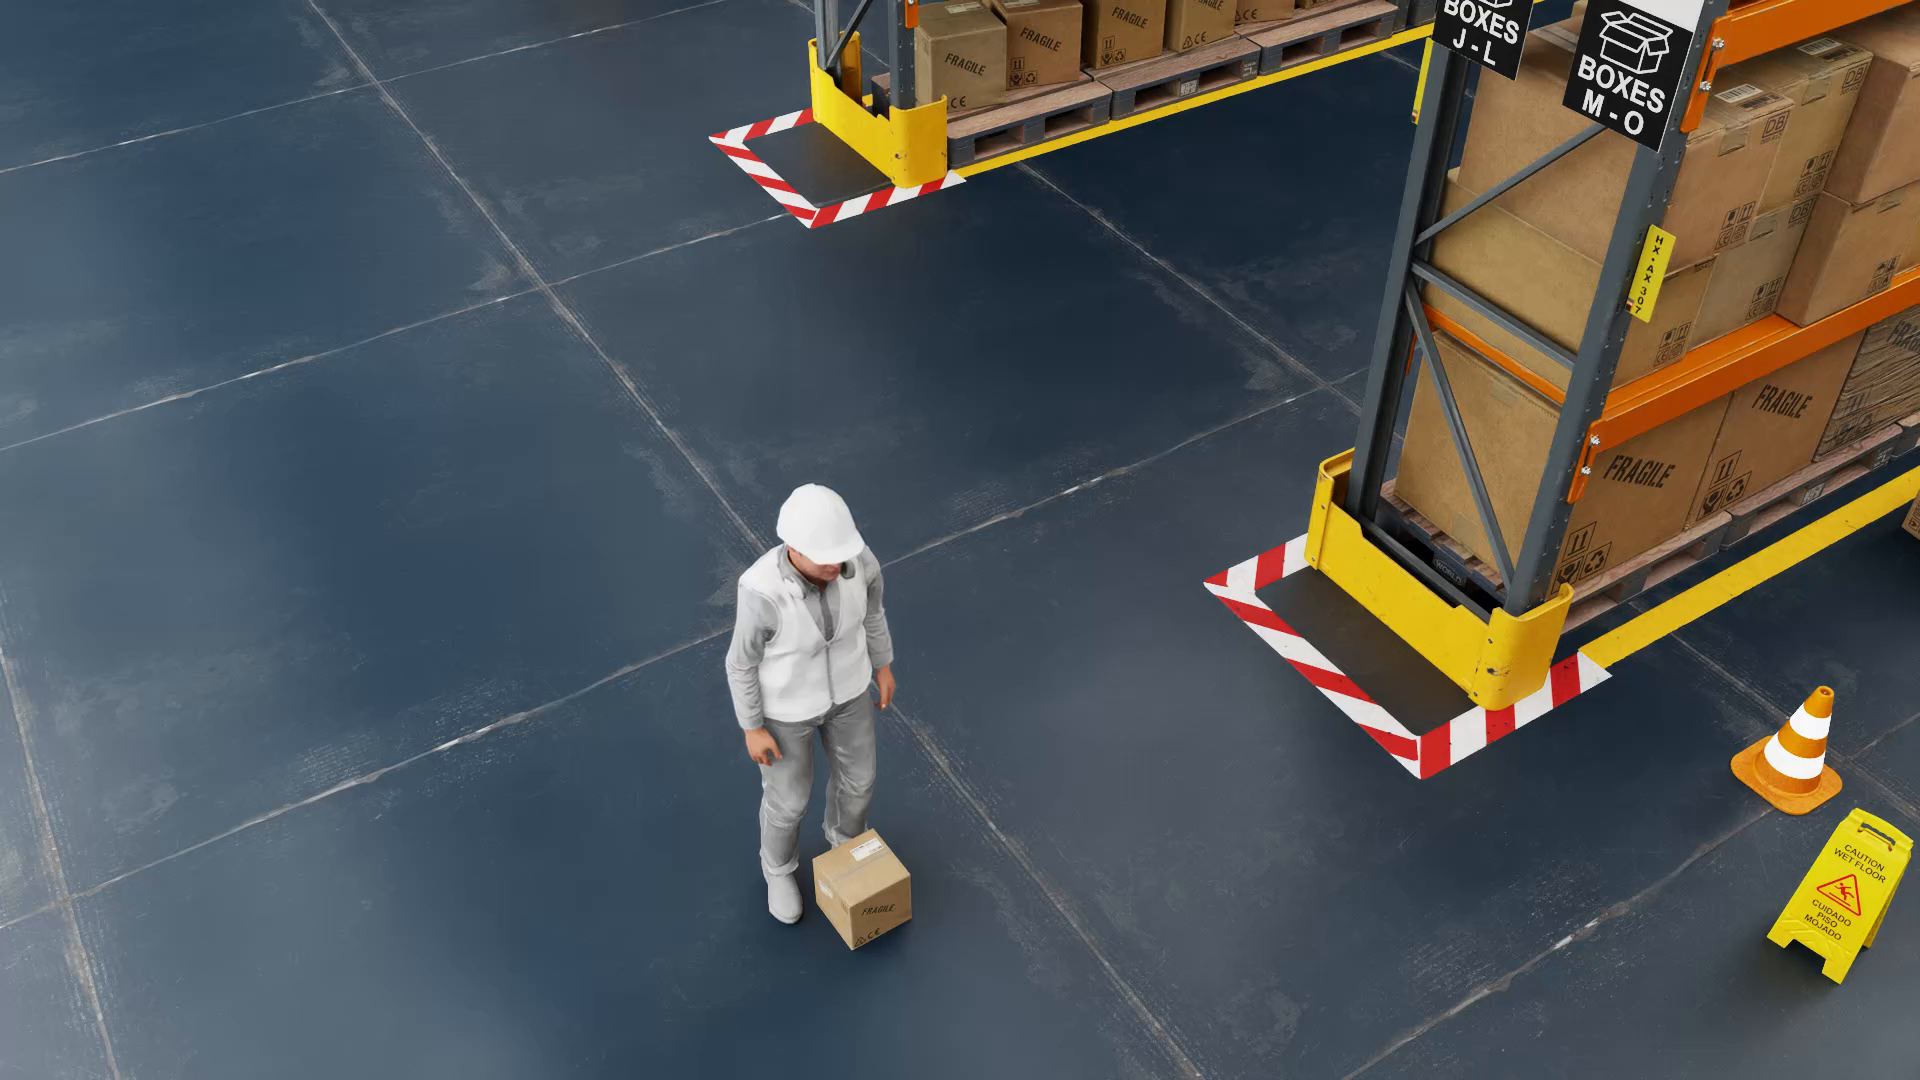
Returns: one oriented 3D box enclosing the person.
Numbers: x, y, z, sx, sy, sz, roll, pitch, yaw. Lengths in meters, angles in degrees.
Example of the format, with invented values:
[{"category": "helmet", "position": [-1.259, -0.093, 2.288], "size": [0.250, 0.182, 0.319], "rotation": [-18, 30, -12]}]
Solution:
[{"category": "person", "position": [-0.479, 0.513, 5.536], "size": [0.590, 1.772, 0.465], "rotation": [-24, 46, -26]}]
